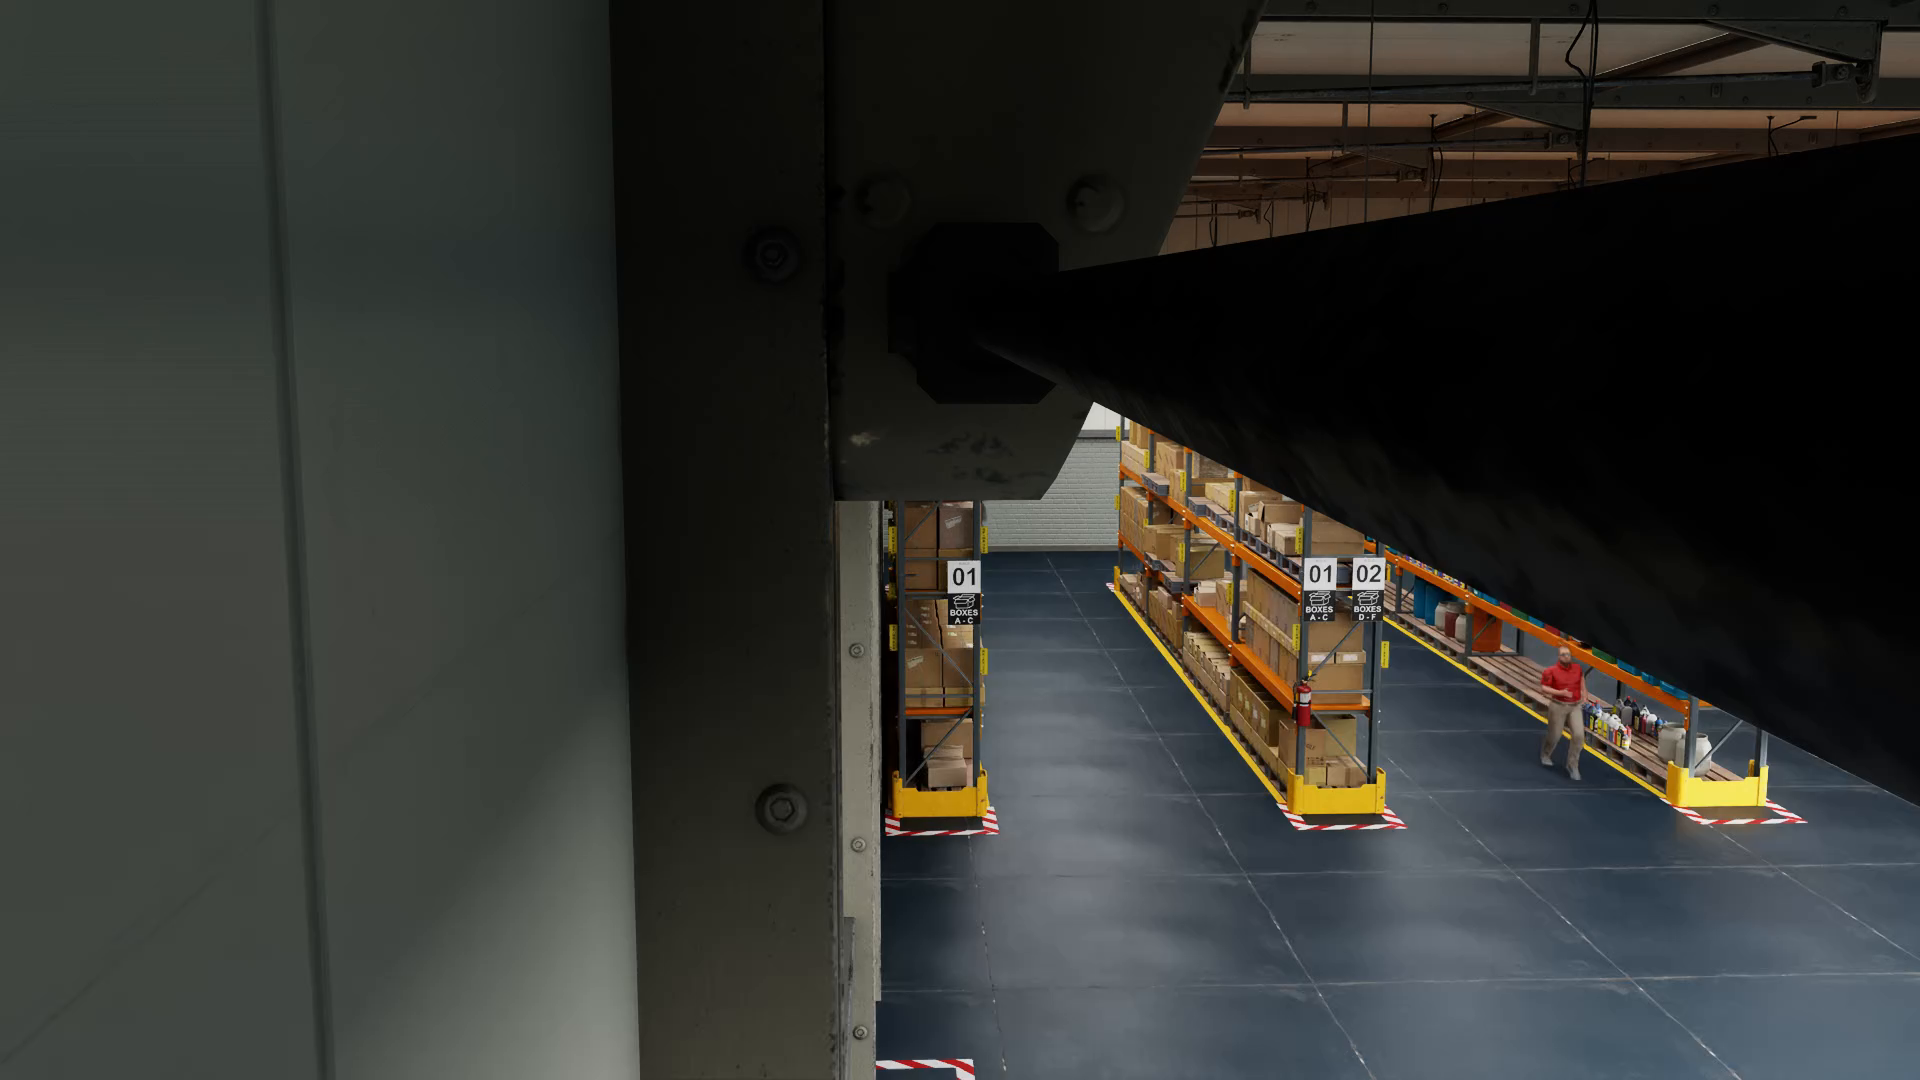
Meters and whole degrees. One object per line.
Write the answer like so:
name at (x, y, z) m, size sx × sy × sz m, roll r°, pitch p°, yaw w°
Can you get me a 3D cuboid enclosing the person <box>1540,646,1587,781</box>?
person at (8.112, 2.305, 22.324) m, size 0.670 × 1.776 × 0.822 m, roll 0°, pitch 8°, yaw -1°
